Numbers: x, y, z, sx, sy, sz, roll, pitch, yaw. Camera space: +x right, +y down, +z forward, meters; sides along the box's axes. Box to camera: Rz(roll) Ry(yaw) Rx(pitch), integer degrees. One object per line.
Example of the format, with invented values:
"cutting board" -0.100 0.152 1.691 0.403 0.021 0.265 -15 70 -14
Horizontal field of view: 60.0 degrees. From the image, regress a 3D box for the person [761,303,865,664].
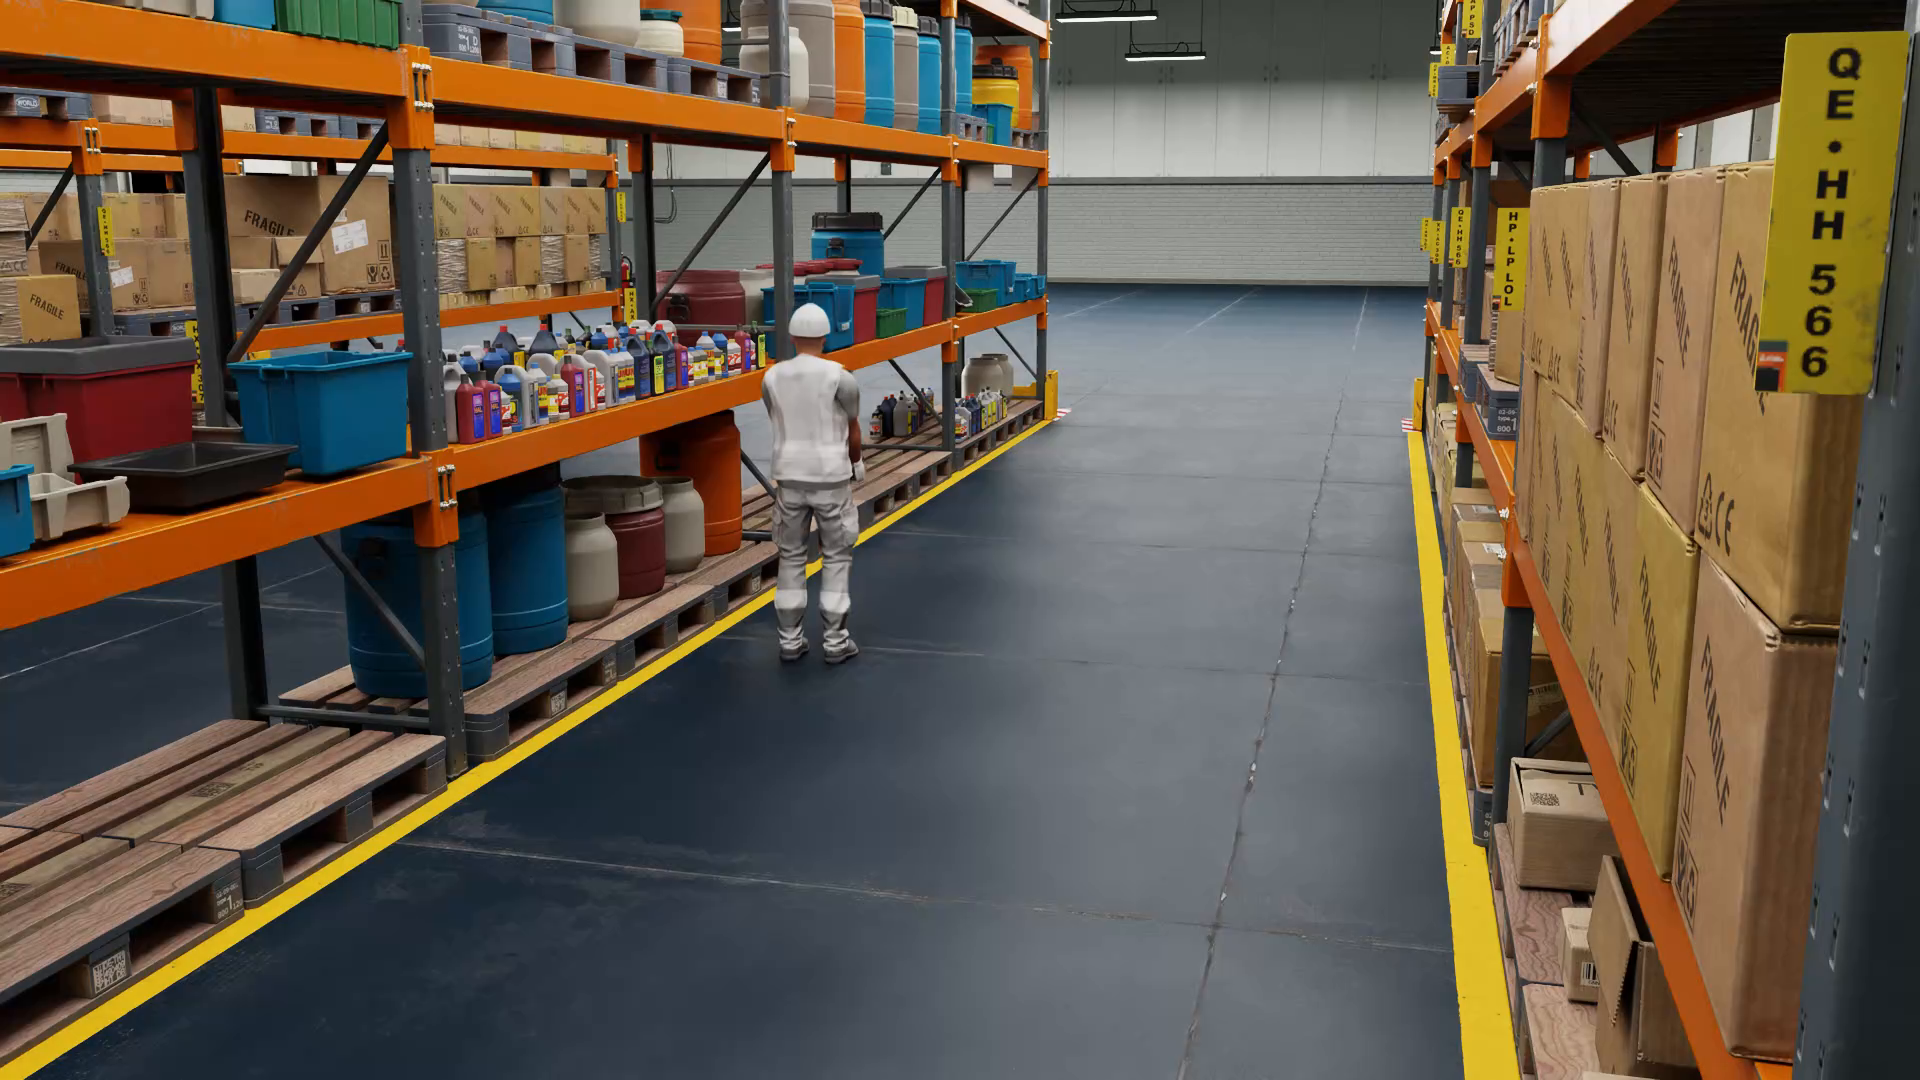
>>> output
"person" -0.721 -0.298 8.374 0.495 1.784 0.560 3 12 13
